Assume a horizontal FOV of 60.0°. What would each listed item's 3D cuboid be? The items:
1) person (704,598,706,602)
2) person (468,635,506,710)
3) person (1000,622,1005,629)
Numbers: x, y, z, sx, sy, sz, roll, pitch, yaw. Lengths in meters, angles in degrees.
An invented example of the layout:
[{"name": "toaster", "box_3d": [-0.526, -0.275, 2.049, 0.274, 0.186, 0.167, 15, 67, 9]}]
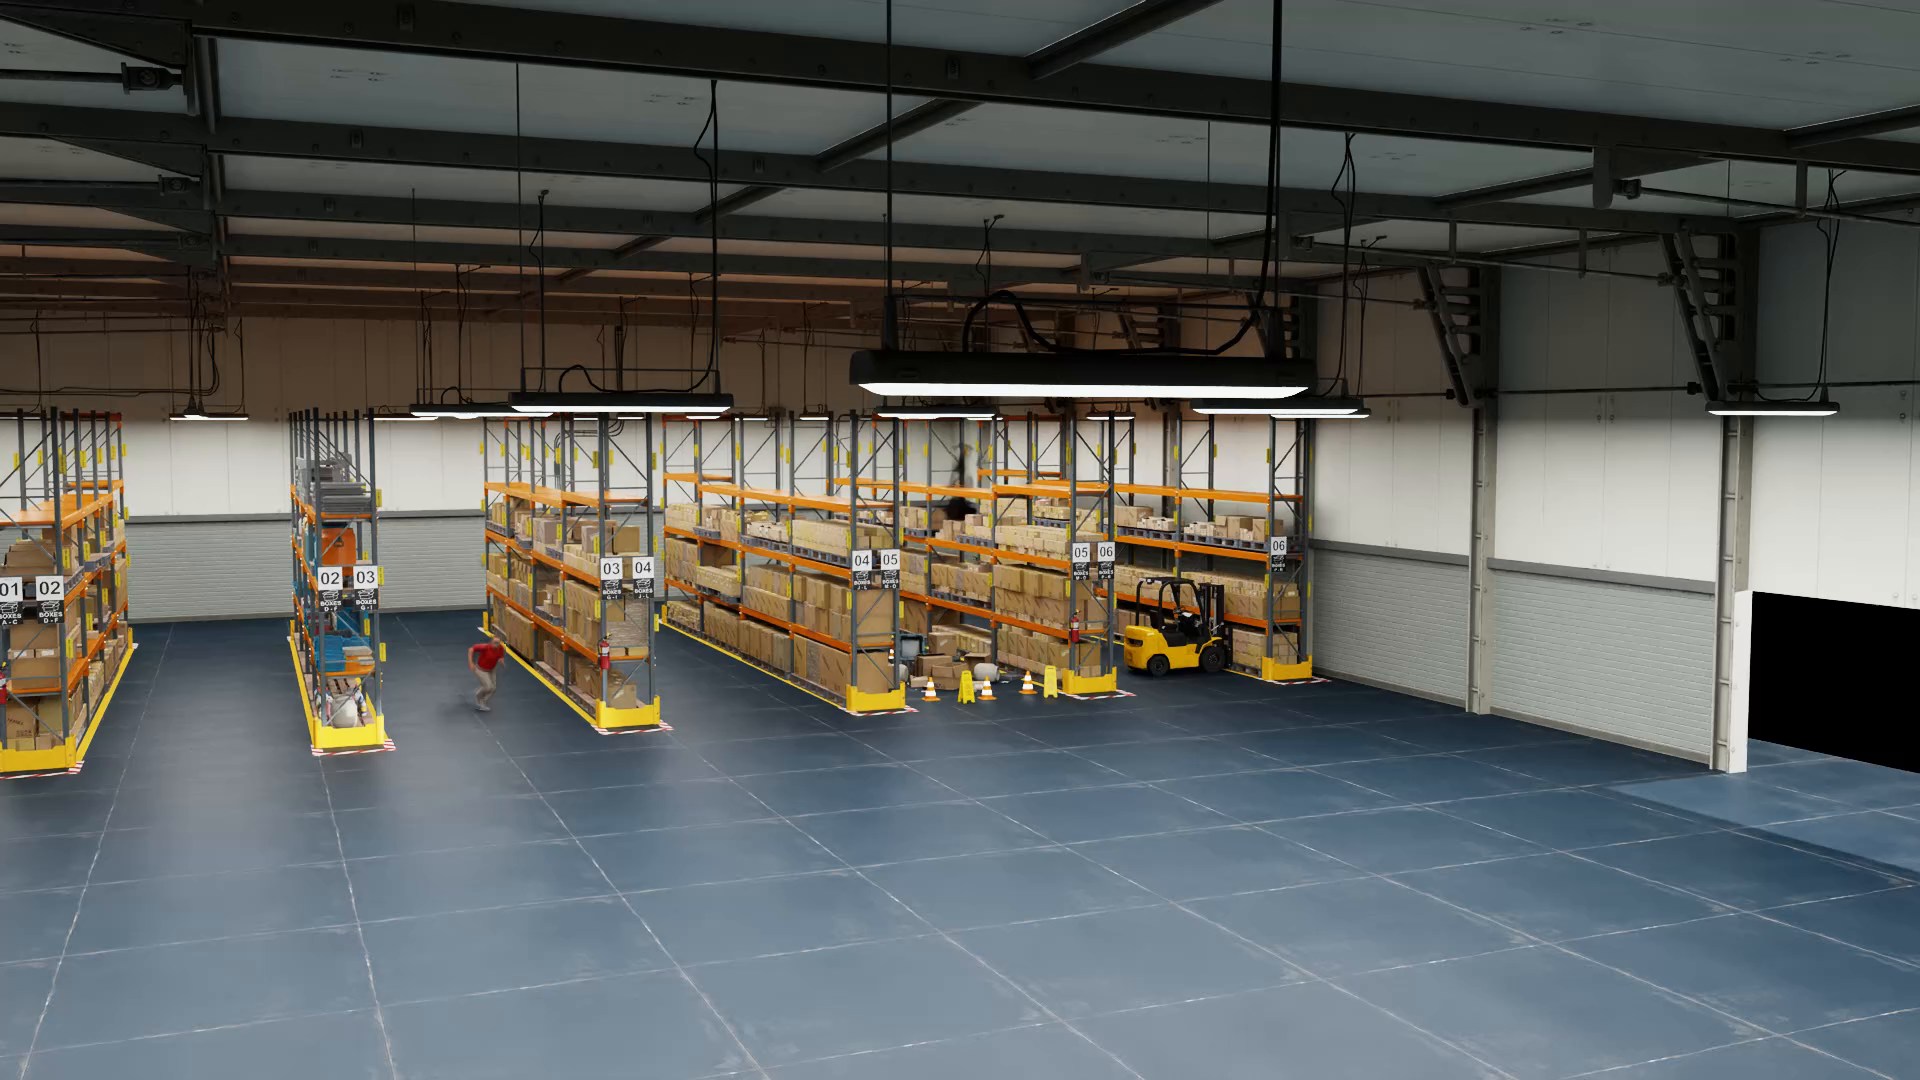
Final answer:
[{"name": "person", "box_3d": [-7.696, 1.306, 50.939, 0.665, 1.766, 0.931, 3, 5, 36]}, {"name": "person", "box_3d": [-9.375, 2.642, 32.956, 0.890, 1.551, 0.694, 3, 5, 39]}, {"name": "person", "box_3d": [1.339, 1.695, 45.565, 0.552, 1.735, 0.801, -2, 5, -31]}]
